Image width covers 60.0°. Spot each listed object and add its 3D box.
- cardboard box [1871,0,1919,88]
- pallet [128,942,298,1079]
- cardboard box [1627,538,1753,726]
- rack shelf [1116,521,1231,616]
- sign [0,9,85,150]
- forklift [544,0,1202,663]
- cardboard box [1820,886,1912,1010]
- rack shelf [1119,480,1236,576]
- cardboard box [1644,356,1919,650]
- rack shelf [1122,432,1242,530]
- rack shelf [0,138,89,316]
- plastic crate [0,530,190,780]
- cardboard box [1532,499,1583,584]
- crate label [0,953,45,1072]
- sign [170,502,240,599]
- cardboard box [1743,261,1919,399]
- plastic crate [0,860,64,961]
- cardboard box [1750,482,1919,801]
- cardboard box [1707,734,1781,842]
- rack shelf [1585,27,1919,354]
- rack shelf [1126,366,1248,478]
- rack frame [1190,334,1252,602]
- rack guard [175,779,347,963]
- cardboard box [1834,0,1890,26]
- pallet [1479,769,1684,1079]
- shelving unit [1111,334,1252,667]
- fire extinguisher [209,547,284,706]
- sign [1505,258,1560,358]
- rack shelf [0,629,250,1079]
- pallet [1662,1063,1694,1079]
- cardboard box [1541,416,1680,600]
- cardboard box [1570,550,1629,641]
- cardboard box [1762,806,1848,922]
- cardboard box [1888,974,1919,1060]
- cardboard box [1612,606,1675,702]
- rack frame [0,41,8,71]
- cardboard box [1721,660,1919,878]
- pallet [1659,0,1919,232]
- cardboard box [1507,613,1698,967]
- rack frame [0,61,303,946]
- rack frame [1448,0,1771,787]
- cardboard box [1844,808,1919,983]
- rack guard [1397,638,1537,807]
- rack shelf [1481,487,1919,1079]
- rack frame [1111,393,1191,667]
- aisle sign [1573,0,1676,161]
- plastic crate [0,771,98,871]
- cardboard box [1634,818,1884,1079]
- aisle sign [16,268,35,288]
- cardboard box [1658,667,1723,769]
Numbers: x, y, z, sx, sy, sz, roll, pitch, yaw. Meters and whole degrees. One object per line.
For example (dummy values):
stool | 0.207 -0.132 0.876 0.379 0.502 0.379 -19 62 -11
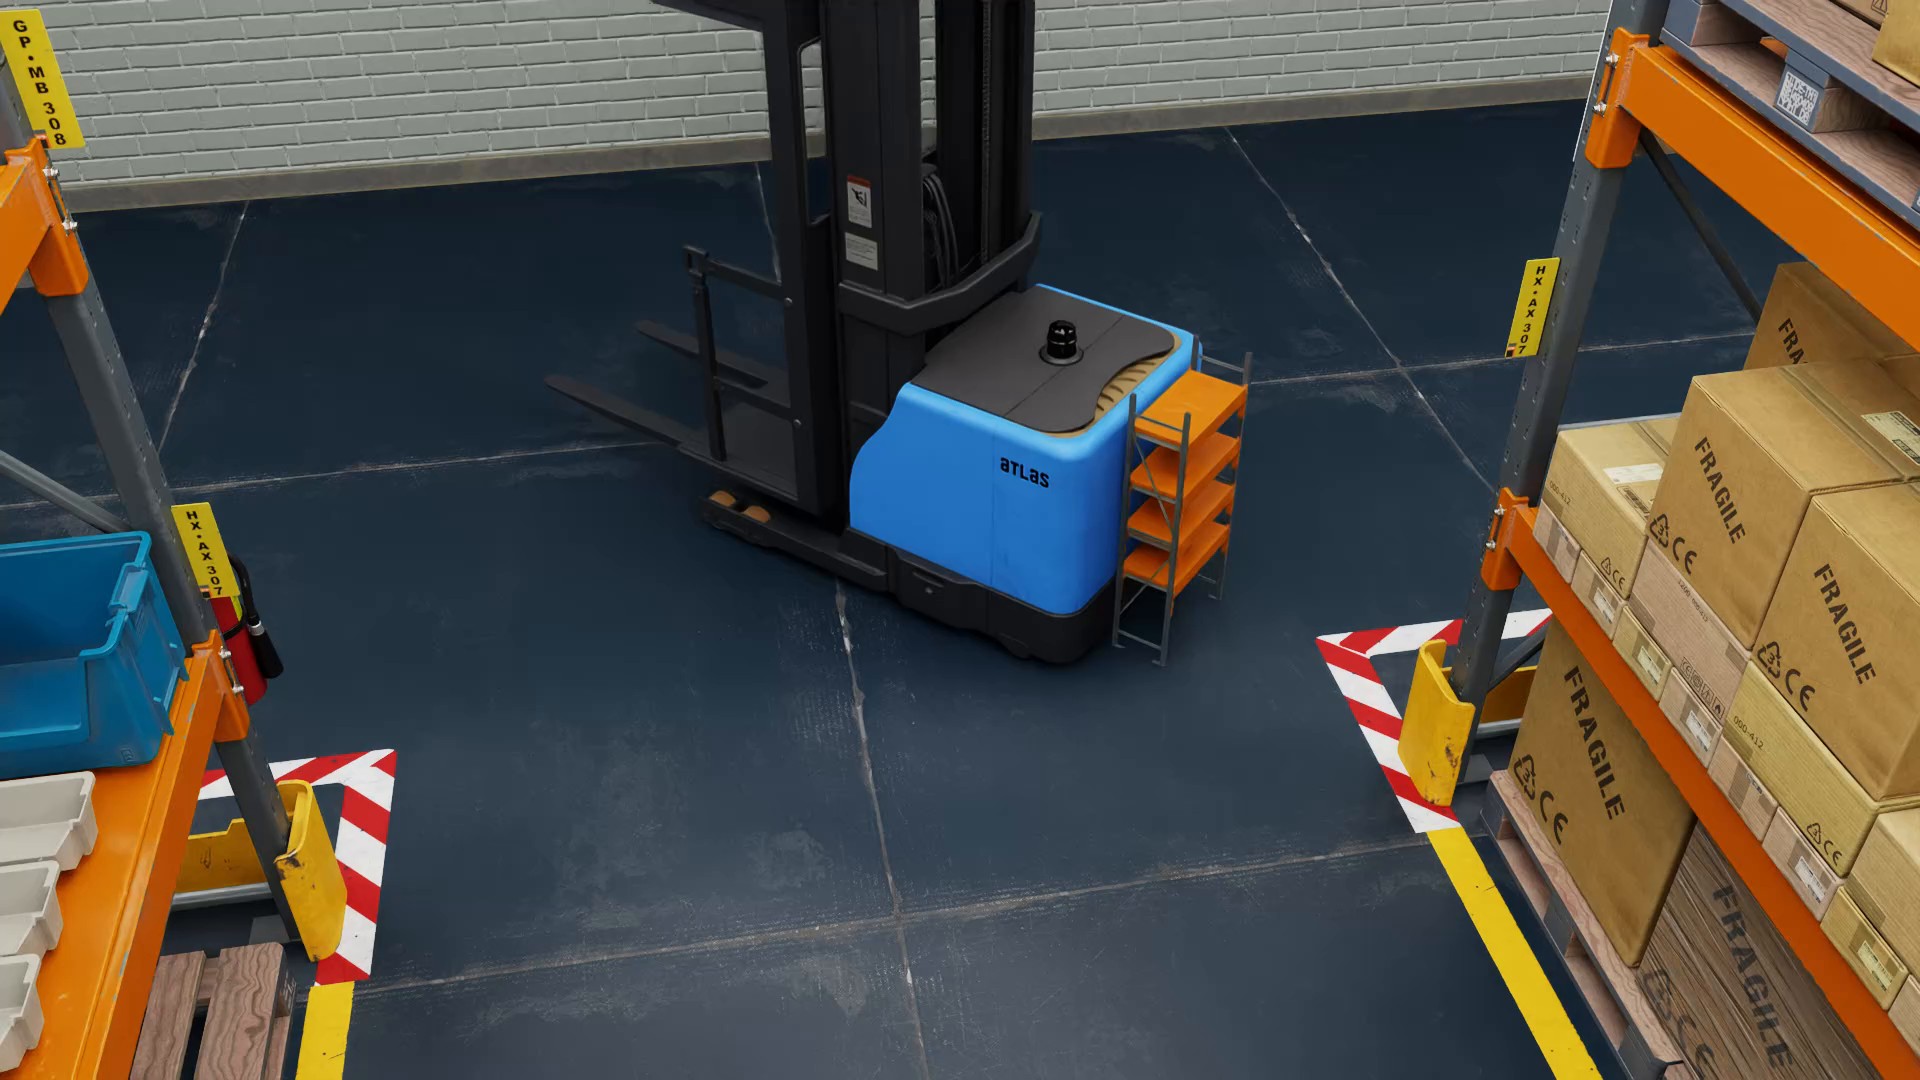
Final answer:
cardboard box | 2.362 -1.135 3.316 0.700 0.500 0.500 -8 38 -10
pallet | -2.532 1.769 4.801 1.003 0.211 1.213 -6 38 -8
cardboard box | 2.154 0.207 4.418 0.500 0.250 0.500 -7 38 -9
rack shelf | 0.850 0.073 6.611 0.258 0.148 0.480 22 43 26
sign | -2.100 -1.046 3.792 0.100 0.325 0.005 -6 38 -8
forklift | -0.534 -1.382 6.639 3.031 2.935 1.130 23 43 26
cardboard box | 2.246 0.911 3.837 0.380 0.149 0.250 -7 38 -9
rack shelf | 0.850 -0.083 6.489 0.258 0.148 0.480 22 43 26
cardboard box | 2.144 -0.100 4.203 0.500 0.500 0.500 -7 38 -9
rack shelf | 0.850 -0.260 6.352 0.258 0.148 0.480 22 43 26
rack shelf | -2.288 0.473 2.337 1.077 0.370 4.000 -6 38 -8
plastic crate | -2.396 0.310 4.328 0.616 0.435 0.499 -6 38 -8
cardboard box | 1.975 -0.018 5.033 0.380 0.149 0.250 -6 38 -7
crate label | -2.208 1.061 3.605 0.396 0.136 0.243 -6 38 -8
sign | -2.100 0.032 4.630 0.100 0.325 0.005 -6 38 -8
cardboard box | 2.582 -0.455 4.660 0.500 0.500 0.500 -6 38 -7
plastic crate | -2.280 0.896 3.818 0.396 0.136 0.243 -6 38 -8
cardboard box | 2.241 0.212 3.801 0.500 0.500 0.500 -7 38 -9
cardboard box | 2.157 0.603 4.234 0.380 0.149 0.250 -7 38 -9
rack shelf | 2.589 -0.059 3.023 1.077 0.370 4.000 -6 38 -8
rack shelf | 0.850 -0.447 6.207 0.258 0.148 0.480 22 43 26
rack frame | 0.986 -0.261 6.608 0.240 1.200 0.015 22 43 26
rack guard | -2.655 1.140 5.375 1.175 0.500 0.348 -6 38 -8
cardboard box | 2.382 -1.488 3.770 0.700 0.500 0.500 -8 39 -11
pallet | 2.455 1.209 5.522 1.003 0.211 1.213 -6 38 -8
shelving unit | 0.850 -0.137 6.448 0.258 1.200 0.503 22 43 26
fire extinguisher | -2.217 0.204 4.910 0.296 0.674 0.183 -6 38 -8
sign | 1.691 -0.684 4.915 0.100 0.325 0.005 -6 38 -8
rack shelf | -2.288 1.658 3.257 1.077 0.370 4.000 -6 38 -8
pallet | 2.666 1.944 4.576 1.003 0.211 1.213 -6 38 -8
cardboard box | 2.056 -0.106 4.822 0.500 0.250 0.500 -7 38 -9
cardboard box | 2.022 0.137 4.833 0.380 0.149 0.250 -7 38 -9
cardboard box | 2.203 0.759 4.033 0.380 0.149 0.250 -7 38 -8
cardboard box | 2.294 1.069 3.633 0.380 0.149 0.250 -6 38 -7
cardboard box | 2.067 0.292 4.634 0.380 0.149 0.250 -7 38 -9
rack frame | -2.638 -2.203 2.751 1.000 3.000 0.127 -6 38 -8
cardboard box | 2.239 0.511 4.027 0.500 0.250 0.500 -7 38 -9
pallet | 2.378 -1.070 3.809 1.003 0.211 1.213 -6 38 -8
cardboard box | 2.429 0.684 5.314 0.875 0.875 0.875 -6 38 -8
rack frame | -2.638 0.166 4.592 1.000 3.000 0.127 -6 38 -8
rack frame | 2.238 -0.367 5.277 1.000 3.000 0.127 -6 38 -8
cardboard box | 2.335 0.826 3.622 0.500 0.250 0.500 -7 38 -9
rack guard | 2.234 0.606 6.063 1.175 0.500 0.348 -6 38 -8
rack shelf | 2.589 1.125 3.943 1.077 0.370 4.000 -6 38 -8
rack frame | 0.714 -0.012 6.288 0.240 1.200 0.015 22 43 26
aisle sign | 1.930 -1.405 4.494 0.394 0.787 0.004 -6 38 -8
plastic crate | -2.317 0.719 4.045 0.396 0.136 0.243 -6 38 -8
cardboard box | 2.589 1.234 4.606 0.875 0.875 0.875 -6 38 -8
aisle sign | -2.362 -0.936 3.891 0.394 0.787 0.004 -6 38 -8
cardboard box | 2.114 0.449 4.432 0.380 0.149 0.250 -7 38 -9
